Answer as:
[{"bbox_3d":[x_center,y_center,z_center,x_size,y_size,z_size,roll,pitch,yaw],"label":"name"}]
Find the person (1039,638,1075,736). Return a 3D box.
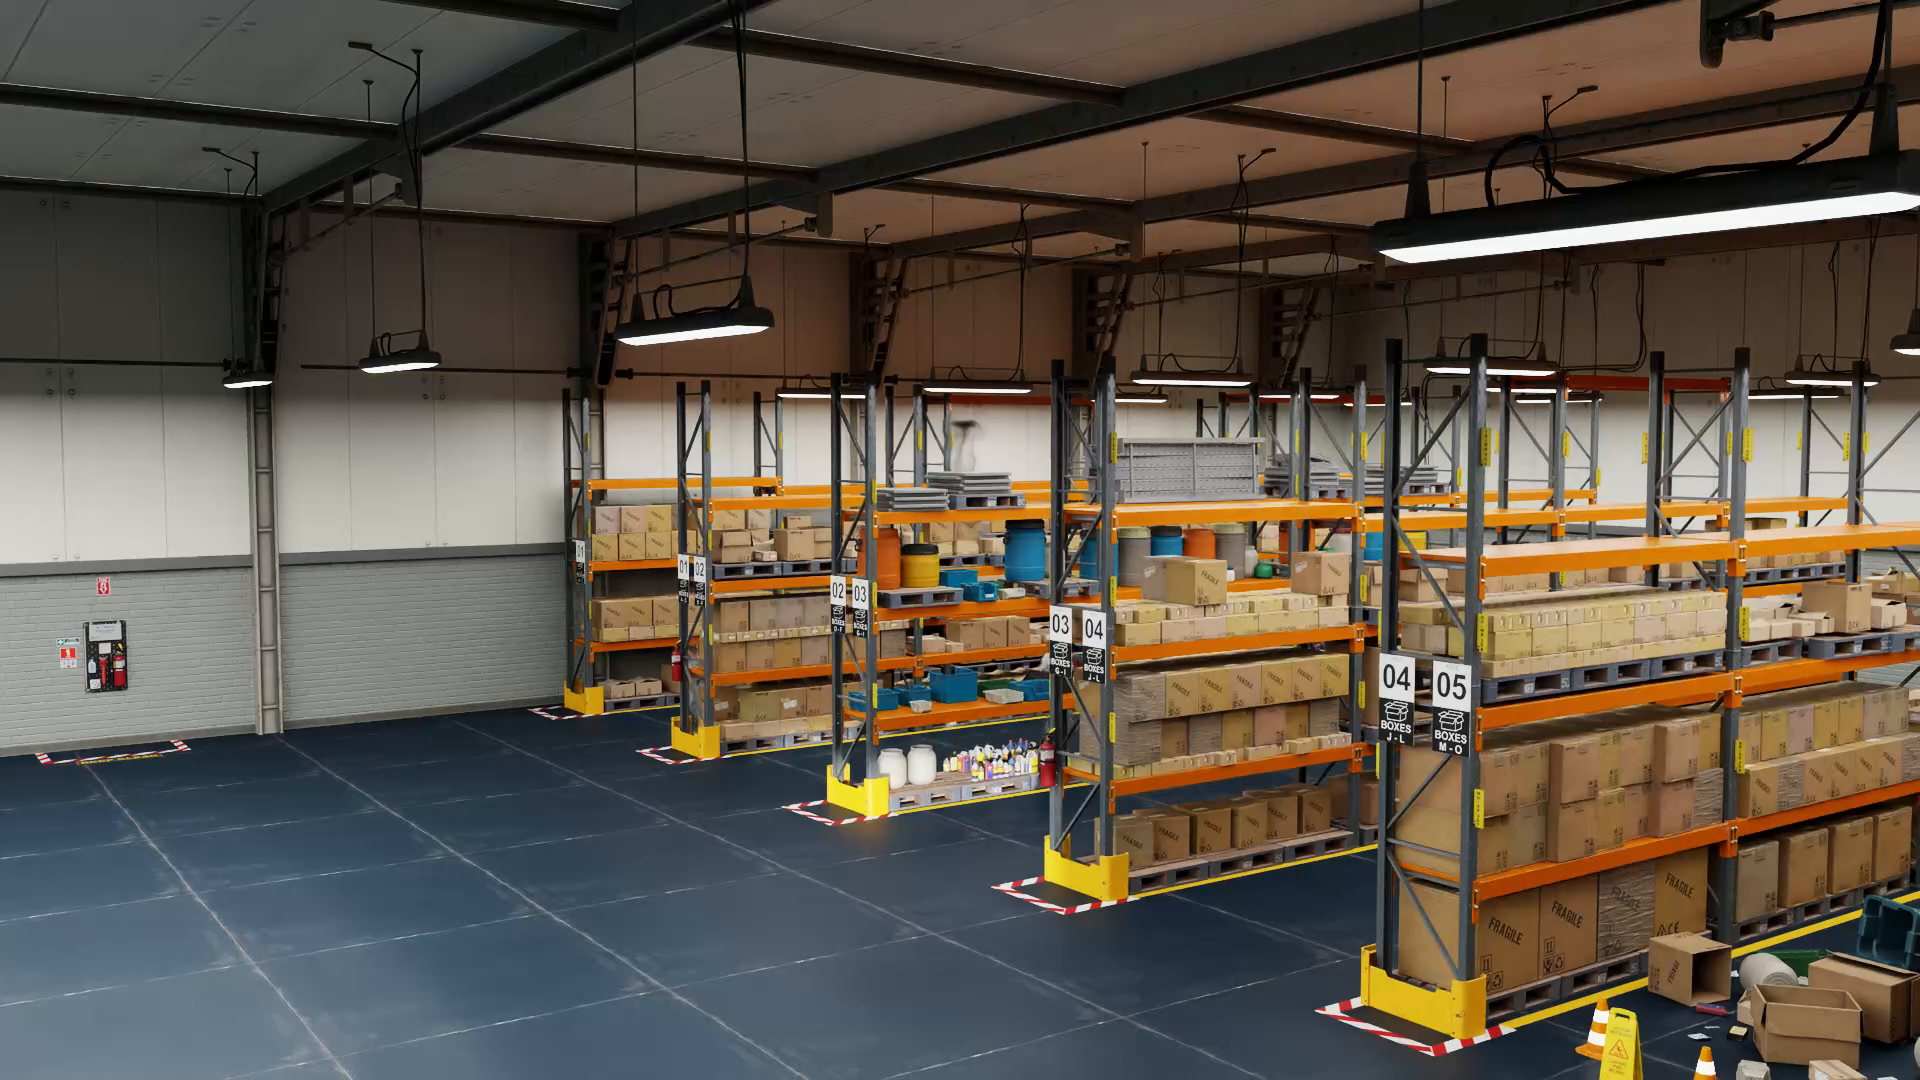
[{"bbox_3d":[1.670,2.507,28.413,0.638,1.727,0.796,3,5,42],"label":"person"}]

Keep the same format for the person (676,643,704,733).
[{"bbox_3d":[-4.566,2.544,28.472,0.600,1.562,0.560,-3,5,-43],"label":"person"}]
